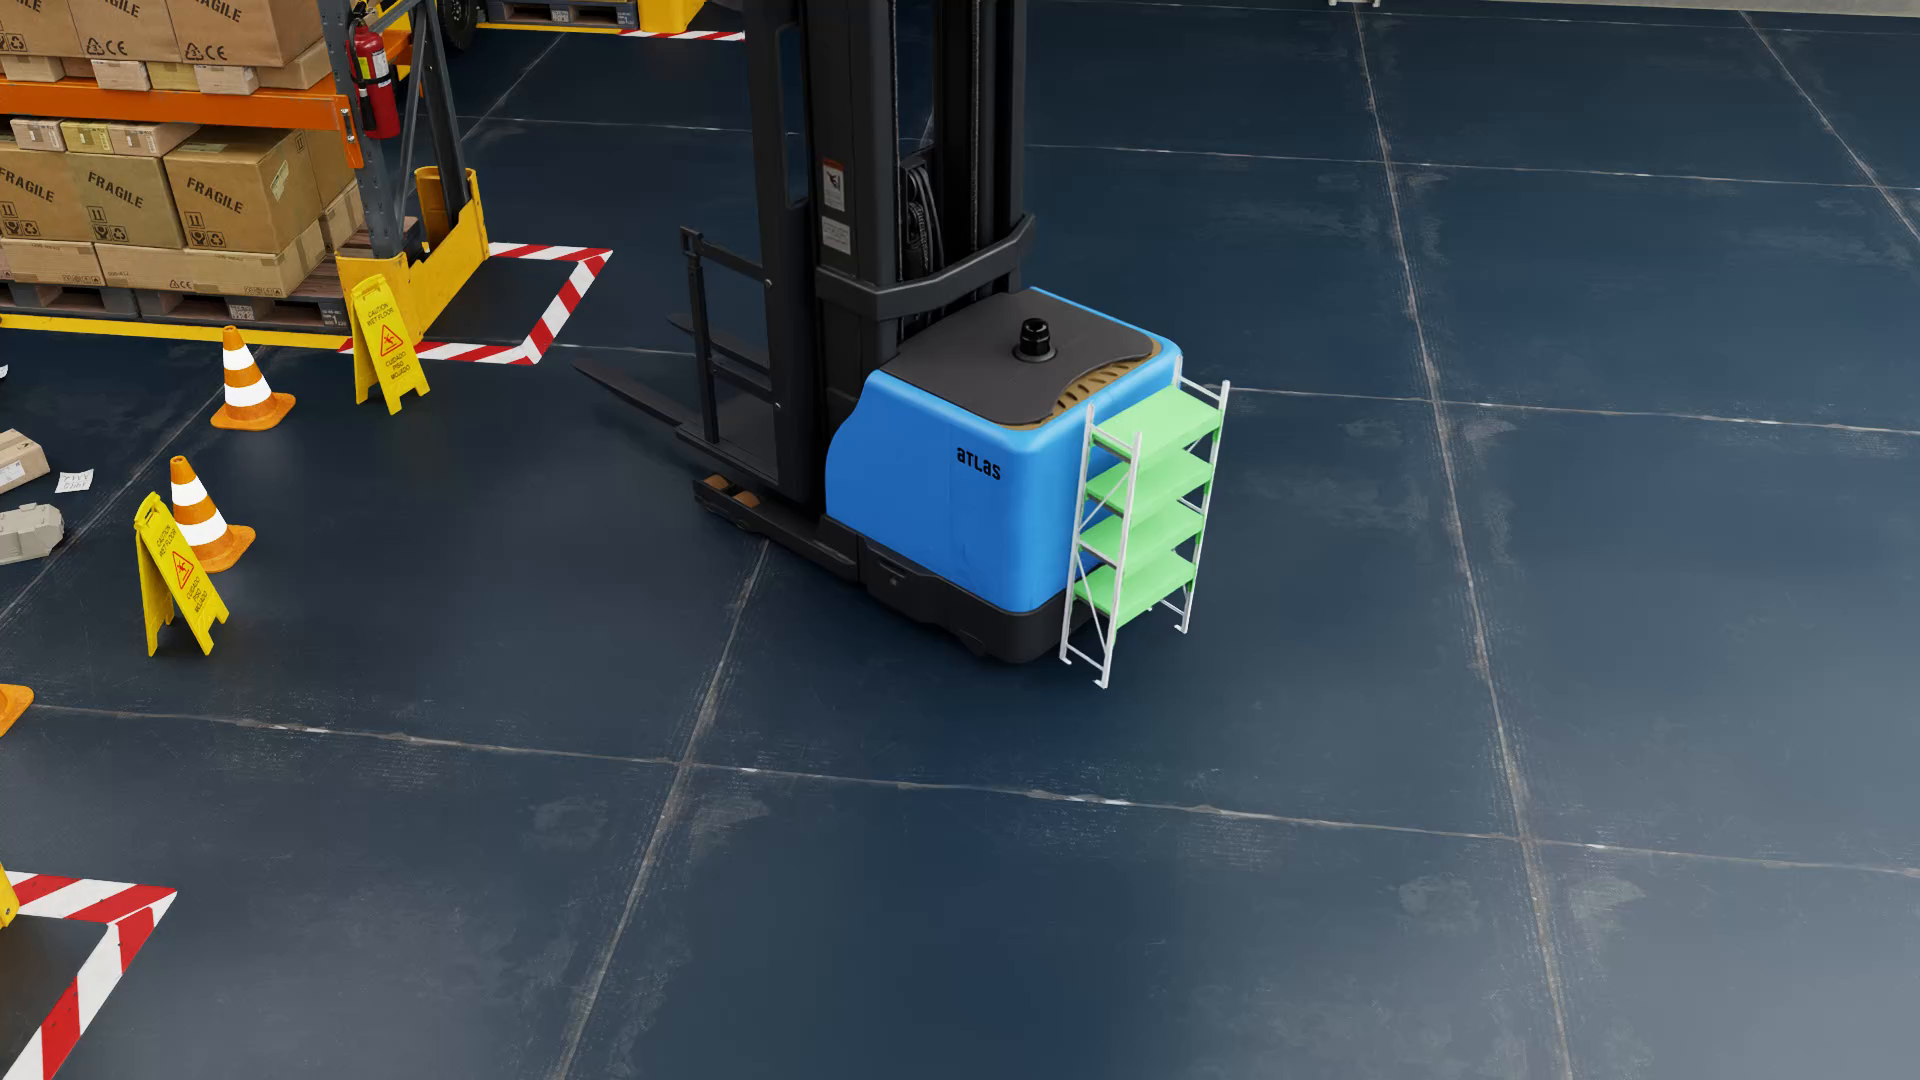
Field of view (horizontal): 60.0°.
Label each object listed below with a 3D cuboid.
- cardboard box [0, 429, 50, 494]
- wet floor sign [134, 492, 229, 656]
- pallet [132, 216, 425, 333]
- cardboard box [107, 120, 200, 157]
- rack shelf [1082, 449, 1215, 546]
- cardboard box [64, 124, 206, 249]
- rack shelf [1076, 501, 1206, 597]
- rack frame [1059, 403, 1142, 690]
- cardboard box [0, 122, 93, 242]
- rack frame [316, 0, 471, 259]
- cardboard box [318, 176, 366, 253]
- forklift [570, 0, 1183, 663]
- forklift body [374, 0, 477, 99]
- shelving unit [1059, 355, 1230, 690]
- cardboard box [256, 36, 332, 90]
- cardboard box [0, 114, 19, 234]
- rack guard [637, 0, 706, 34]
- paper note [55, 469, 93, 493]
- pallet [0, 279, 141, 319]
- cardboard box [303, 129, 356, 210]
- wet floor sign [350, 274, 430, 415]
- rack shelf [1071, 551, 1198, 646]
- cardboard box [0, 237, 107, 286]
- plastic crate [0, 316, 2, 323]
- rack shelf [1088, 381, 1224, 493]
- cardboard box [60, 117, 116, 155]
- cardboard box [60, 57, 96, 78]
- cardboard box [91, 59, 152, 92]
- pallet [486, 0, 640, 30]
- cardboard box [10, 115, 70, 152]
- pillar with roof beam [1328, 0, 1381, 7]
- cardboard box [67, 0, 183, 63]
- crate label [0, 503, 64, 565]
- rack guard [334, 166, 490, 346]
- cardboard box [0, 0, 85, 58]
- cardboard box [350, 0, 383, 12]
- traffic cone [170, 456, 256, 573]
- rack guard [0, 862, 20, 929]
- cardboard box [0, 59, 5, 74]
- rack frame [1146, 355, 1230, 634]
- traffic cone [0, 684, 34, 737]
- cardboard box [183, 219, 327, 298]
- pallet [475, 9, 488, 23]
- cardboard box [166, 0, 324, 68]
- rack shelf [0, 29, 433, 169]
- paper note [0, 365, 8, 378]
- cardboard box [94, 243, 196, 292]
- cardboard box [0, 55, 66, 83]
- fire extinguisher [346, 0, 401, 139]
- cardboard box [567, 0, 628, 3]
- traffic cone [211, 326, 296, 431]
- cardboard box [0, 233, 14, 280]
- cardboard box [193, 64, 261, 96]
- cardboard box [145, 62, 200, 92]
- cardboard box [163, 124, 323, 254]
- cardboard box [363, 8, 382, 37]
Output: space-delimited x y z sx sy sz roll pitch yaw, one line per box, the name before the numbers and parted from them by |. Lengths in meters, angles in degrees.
cardboard box | -4.416 -0.331 7.585 0.250 0.149 0.380 24 42 30
wet floor sign | -3.109 0.121 6.525 0.232 0.644 0.267 -2 36 -2
pallet | -3.736 -1.509 9.183 1.213 0.211 1.003 4 36 6
cardboard box | -4.060 -2.076 8.379 0.250 0.149 0.380 5 36 7
rack shelf | 0.690 -0.189 6.165 0.480 0.148 0.258 -30 49 -35
cardboard box | -4.205 -1.861 8.635 0.500 0.500 0.500 6 36 8
rack shelf | 0.679 0.000 6.314 0.480 0.148 0.258 -30 49 -35
rack frame | 0.508 0.049 6.134 0.015 1.200 0.240 -30 49 -35
cardboard box | -4.705 -1.902 8.693 0.500 0.500 0.500 3 36 5
rack frame | -2.859 -2.558 8.252 0.127 3.000 1.000 4 36 6
cardboard box | -3.624 -1.829 9.236 0.500 0.250 0.500 4 36 6
forklift | -0.549 -1.441 6.747 3.031 2.935 1.130 27 44 33
forklift body | -4.344 -4.162 11.230 1.214 2.155 2.313 4 36 6
shelving unit | 0.682 -0.051 6.274 0.503 1.200 0.258 -30 49 -35
cardboard box | -3.257 -2.360 8.191 0.250 0.149 0.380 5 36 8
cardboard box | -5.229 -1.939 8.745 0.500 0.500 0.500 6 36 8
rack guard | -2.207 -4.399 12.983 0.348 0.500 1.175 4 36 6
paper note | -4.050 -0.272 7.605 0.142 0.019 0.148 -7 36 -10
pallet | -4.942 -1.601 9.311 1.213 0.211 1.003 4 36 6
cardboard box | -3.648 -2.135 9.020 0.500 0.500 0.500 3 36 4
wet floor sign | -2.807 -0.969 8.052 0.232 0.644 0.267 17 39 22
rack shelf | 0.668 0.188 6.462 0.480 0.148 0.258 -30 49 -35
cardboard box | -4.728 -1.593 8.905 0.500 0.250 0.500 3 36 4
plastic crate | -5.374 -1.077 8.690 0.583 0.080 0.402 -7 36 -10
rack shelf | 0.701 -0.377 6.017 0.480 0.148 0.258 -30 49 -35
cardboard box | -4.309 -2.097 8.407 0.250 0.149 0.380 5 36 7
cardboard box | -4.270 -2.448 8.314 0.250 0.149 0.380 5 36 7
cardboard box | -4.034 -2.348 8.174 0.250 0.149 0.380 5 36 7
pallet | -2.995 -4.316 13.115 1.213 0.211 1.003 4 36 6
cardboard box | -4.570 -2.117 8.436 0.250 0.149 0.380 6 36 8
pillar with roof beam | 2.596 -5.506 7.219 0.400 9.000 9.100 4 36 6
cardboard box | -3.929 -2.641 8.026 0.500 0.500 0.500 4 36 6
crate label | -4.042 -0.039 7.187 0.298 0.136 0.250 -14 38 -18
rack guard | -2.935 -1.546 8.986 0.348 0.500 1.175 4 36 6
cardboard box | -4.424 -2.680 8.081 0.500 0.500 0.500 4 36 6
cardboard box | -3.294 -2.915 8.409 0.500 0.500 0.500 4 36 5
traffic cone | -3.254 -0.149 7.061 0.334 0.463 0.336 4 36 6
rack guard | -3.366 1.321 4.969 0.348 0.500 1.175 4 36 6
cardboard box | -4.771 -2.484 8.365 0.250 0.149 0.380 4 36 6
rack frame | 0.855 -0.151 6.414 0.015 1.200 0.240 -30 49 -35
traffic cone | -3.735 0.477 6.184 0.334 0.463 0.336 4 36 6
cardboard box | -3.719 -1.516 8.798 0.500 0.250 0.500 4 36 6
pallet | -4.201 -4.407 13.244 1.213 0.211 1.003 4 36 6
cardboard box | -3.433 -2.601 7.970 0.500 0.500 0.500 4 36 5
rack shelf | -4.843 -2.413 8.668 4.000 0.370 1.077 4 36 6
paper note | -4.899 -0.837 8.396 0.148 0.019 0.142 -7 36 -10
cardboard box | -4.208 -1.557 8.855 0.500 0.250 0.500 4 36 6
cardboard box | -4.535 -2.414 8.267 0.250 0.149 0.380 4 36 5
fire extinguisher | -2.804 -2.252 7.890 0.183 0.674 0.296 4 36 6
cardboard box | -2.737 -4.323 12.730 0.500 0.250 0.500 5 36 6
traffic cone | -3.450 -0.814 7.992 0.334 0.463 0.336 4 36 6
cardboard box | -5.218 -1.636 8.965 0.500 0.250 0.500 4 36 5
cardboard box | -3.523 -2.315 8.128 0.250 0.149 0.380 4 36 5
cardboard box | -3.774 -2.346 8.171 0.250 0.149 0.380 4 36 5
cardboard box | -3.687 -1.824 8.583 0.500 0.500 0.500 4 36 6
cardboard box | -3.170 -2.600 8.527 0.250 0.149 0.380 4 36 6
